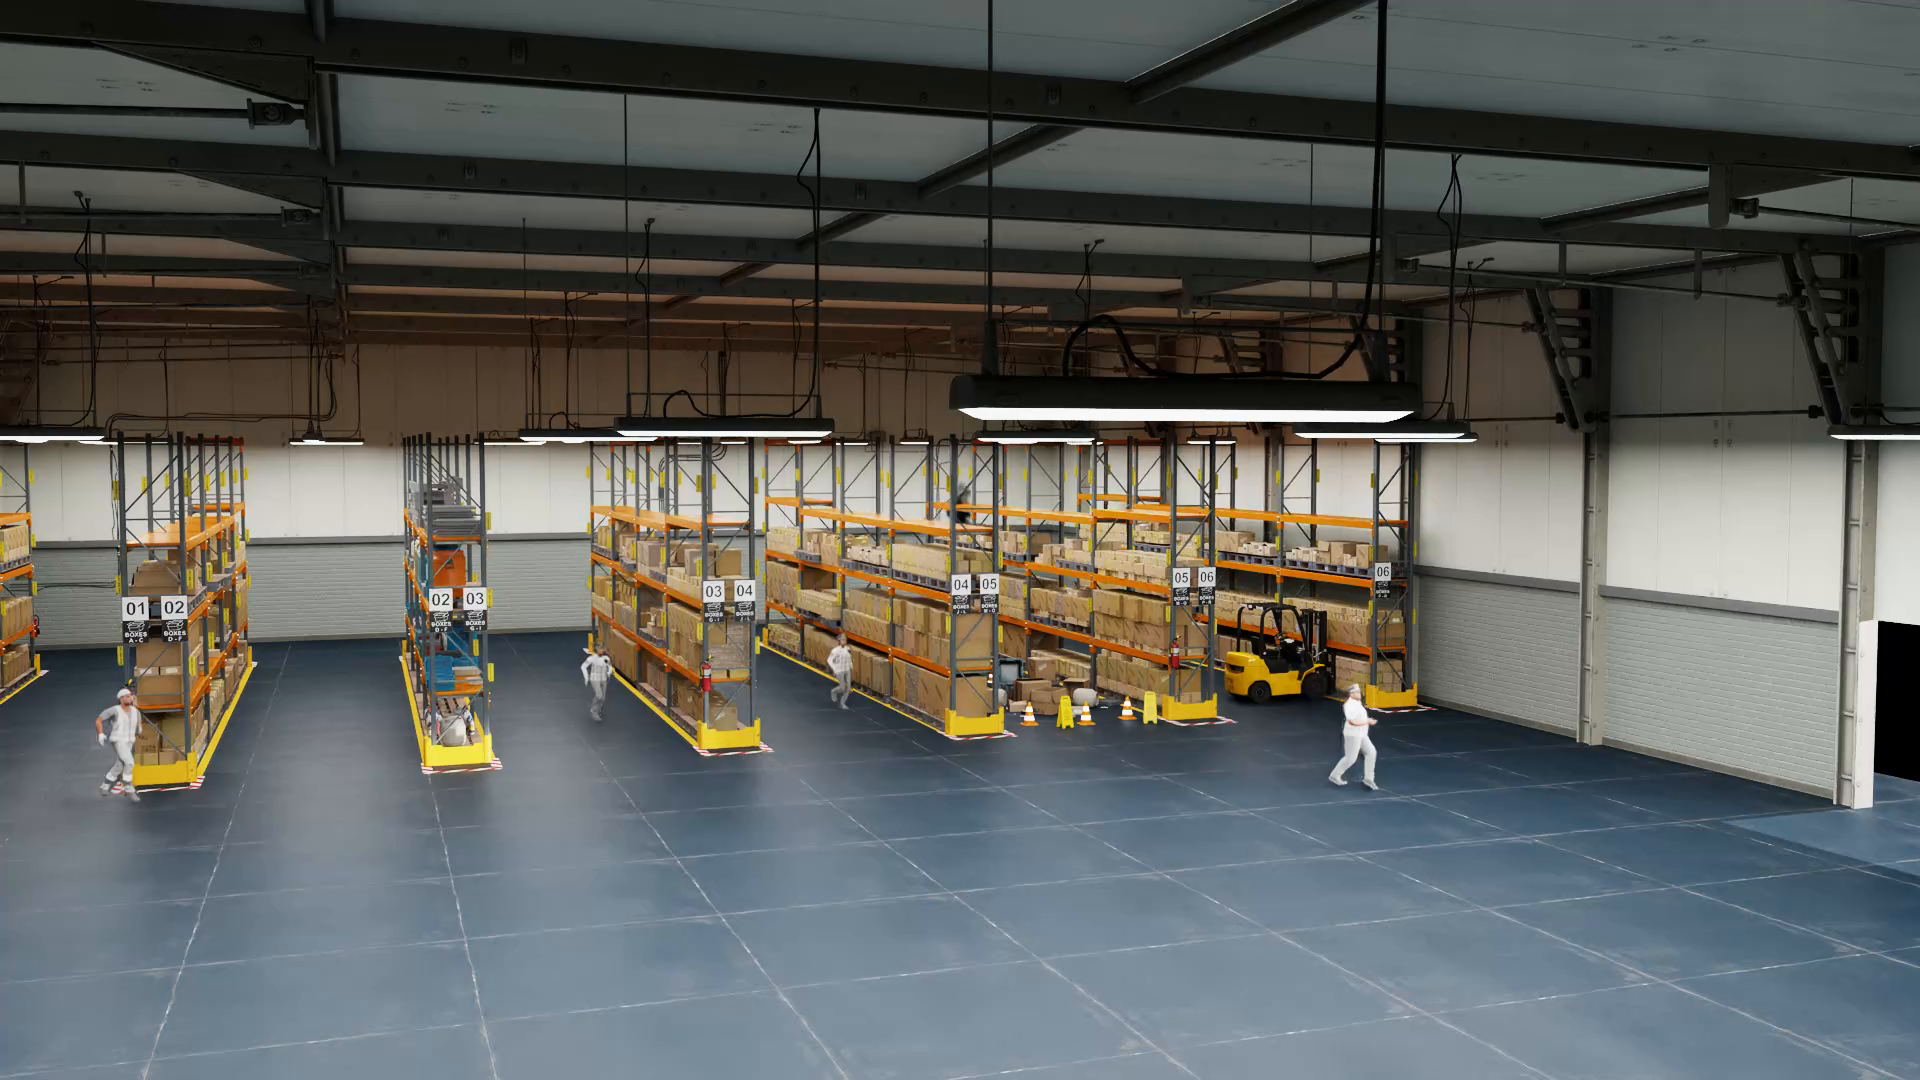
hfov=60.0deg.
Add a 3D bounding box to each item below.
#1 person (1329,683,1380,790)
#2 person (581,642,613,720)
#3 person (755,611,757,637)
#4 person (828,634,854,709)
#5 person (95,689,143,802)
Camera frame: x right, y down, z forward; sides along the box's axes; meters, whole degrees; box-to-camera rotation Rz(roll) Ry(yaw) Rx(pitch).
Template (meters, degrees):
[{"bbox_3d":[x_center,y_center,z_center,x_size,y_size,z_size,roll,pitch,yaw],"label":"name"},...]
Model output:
[{"bbox_3d":[6.643,3.309,27.964,0.822,1.830,0.670,2,4,29],"label":"person"},{"bbox_3d":[-7.542,2.957,34.769,0.583,1.643,0.702,-2,4,-37],"label":"person"},{"bbox_3d":[-5.735,2.409,44.994,0.600,1.631,0.589,-1,3,-18],"label":"person"},{"bbox_3d":[-2.591,2.880,36.512,0.615,1.657,0.555,-2,4,-35],"label":"person"},{"bbox_3d":[-13.584,3.320,27.072,0.865,1.776,0.692,1,3,19],"label":"person"}]
